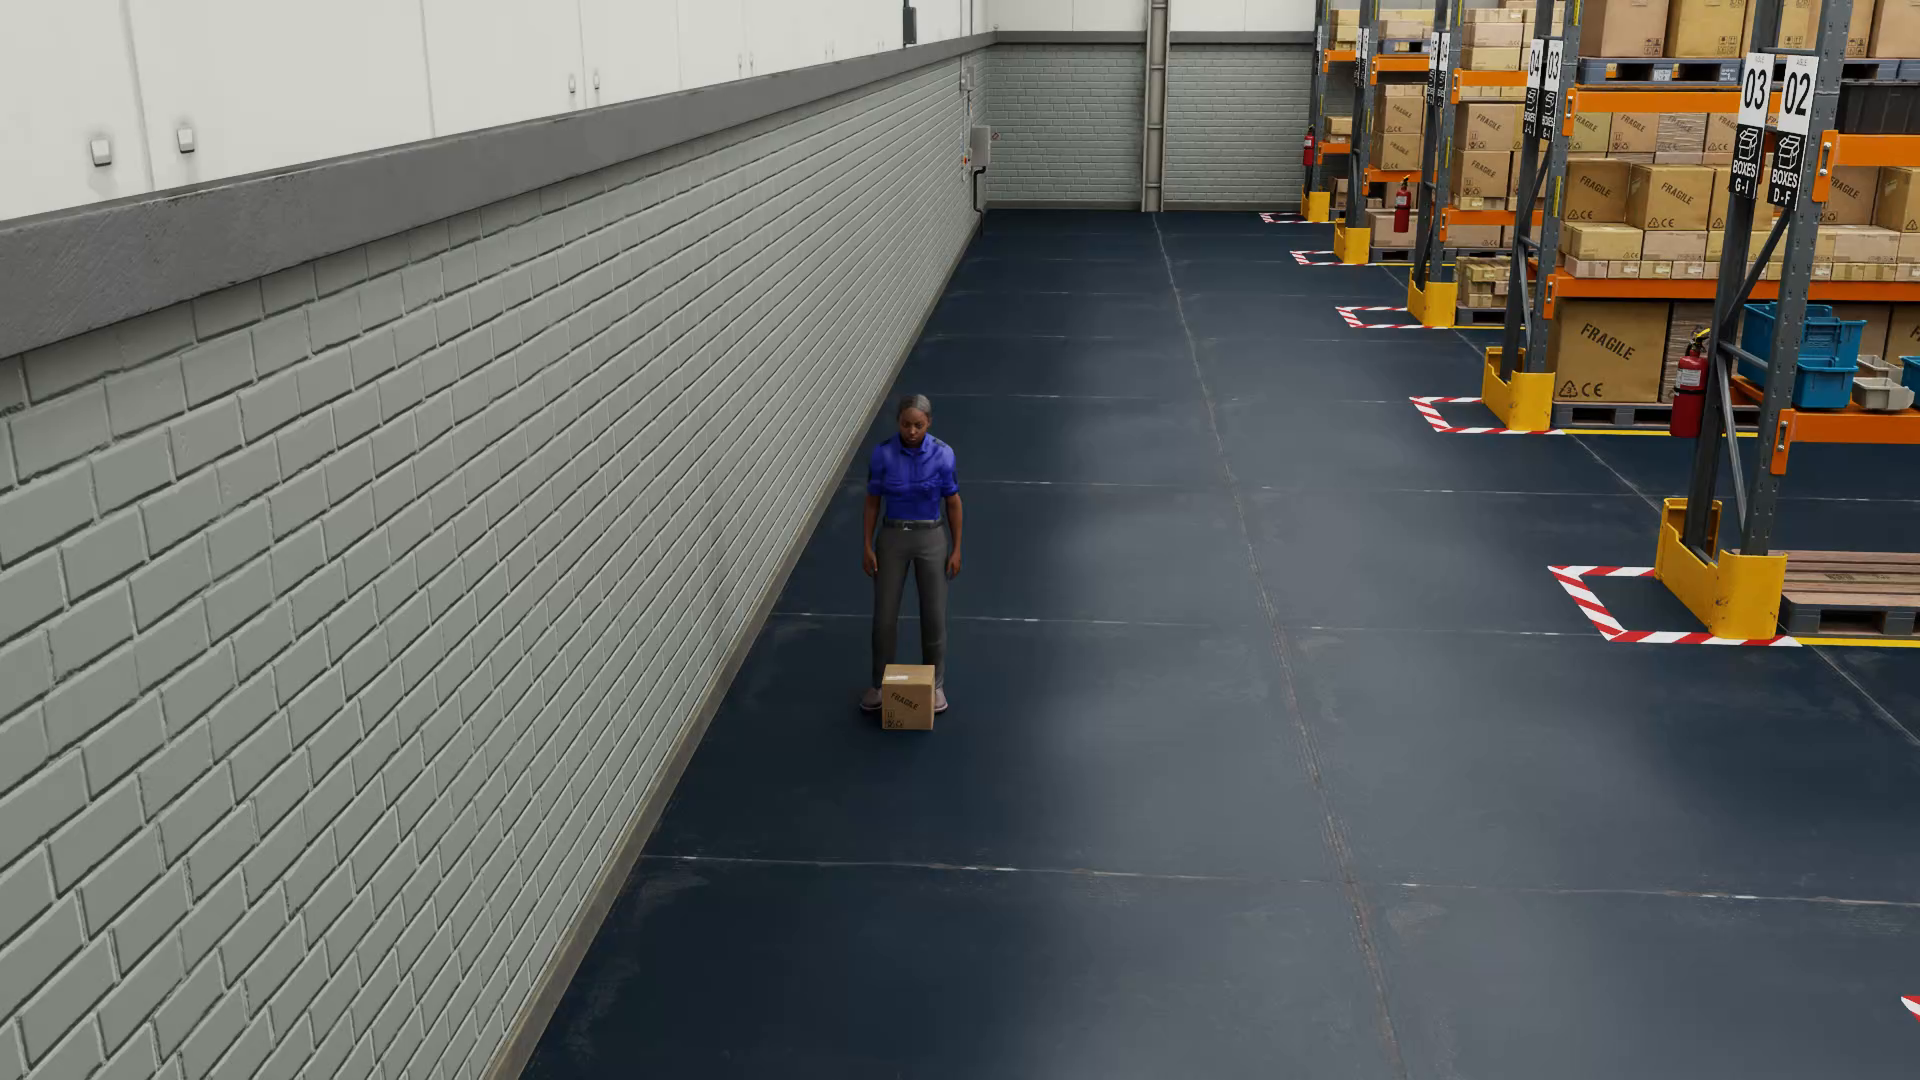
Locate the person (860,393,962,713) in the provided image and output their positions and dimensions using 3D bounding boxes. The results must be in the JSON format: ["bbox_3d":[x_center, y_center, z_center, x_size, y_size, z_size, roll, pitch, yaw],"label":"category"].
[{"bbox_3d":[-0.250,0.060,8.393,0.521,1.640,0.351,1,18,3],"label":"person"}]
